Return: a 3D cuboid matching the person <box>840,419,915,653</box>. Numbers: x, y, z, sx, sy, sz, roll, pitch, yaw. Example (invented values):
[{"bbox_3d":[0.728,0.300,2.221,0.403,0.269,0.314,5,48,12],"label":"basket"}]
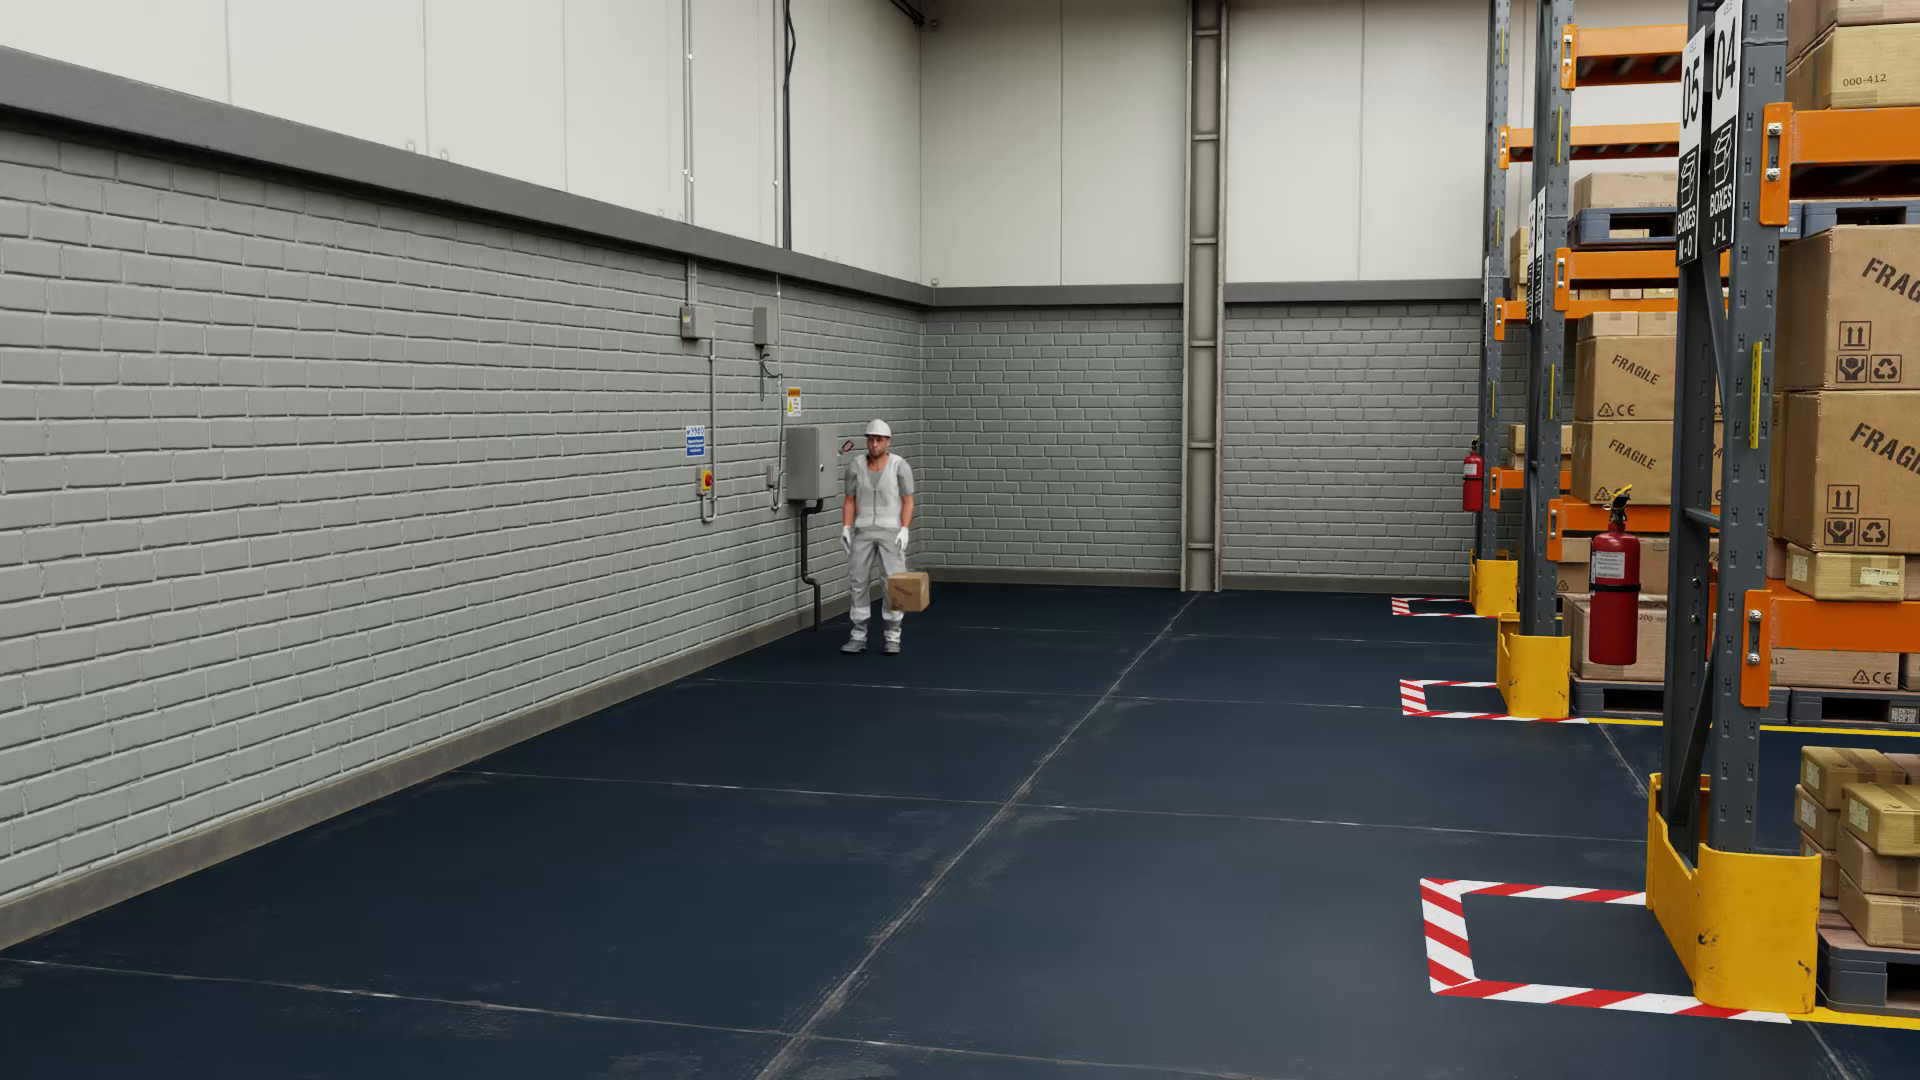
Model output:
[{"bbox_3d":[-0.627,-0.029,12.692,0.553,1.785,0.416,1,5,12],"label":"person"}]
